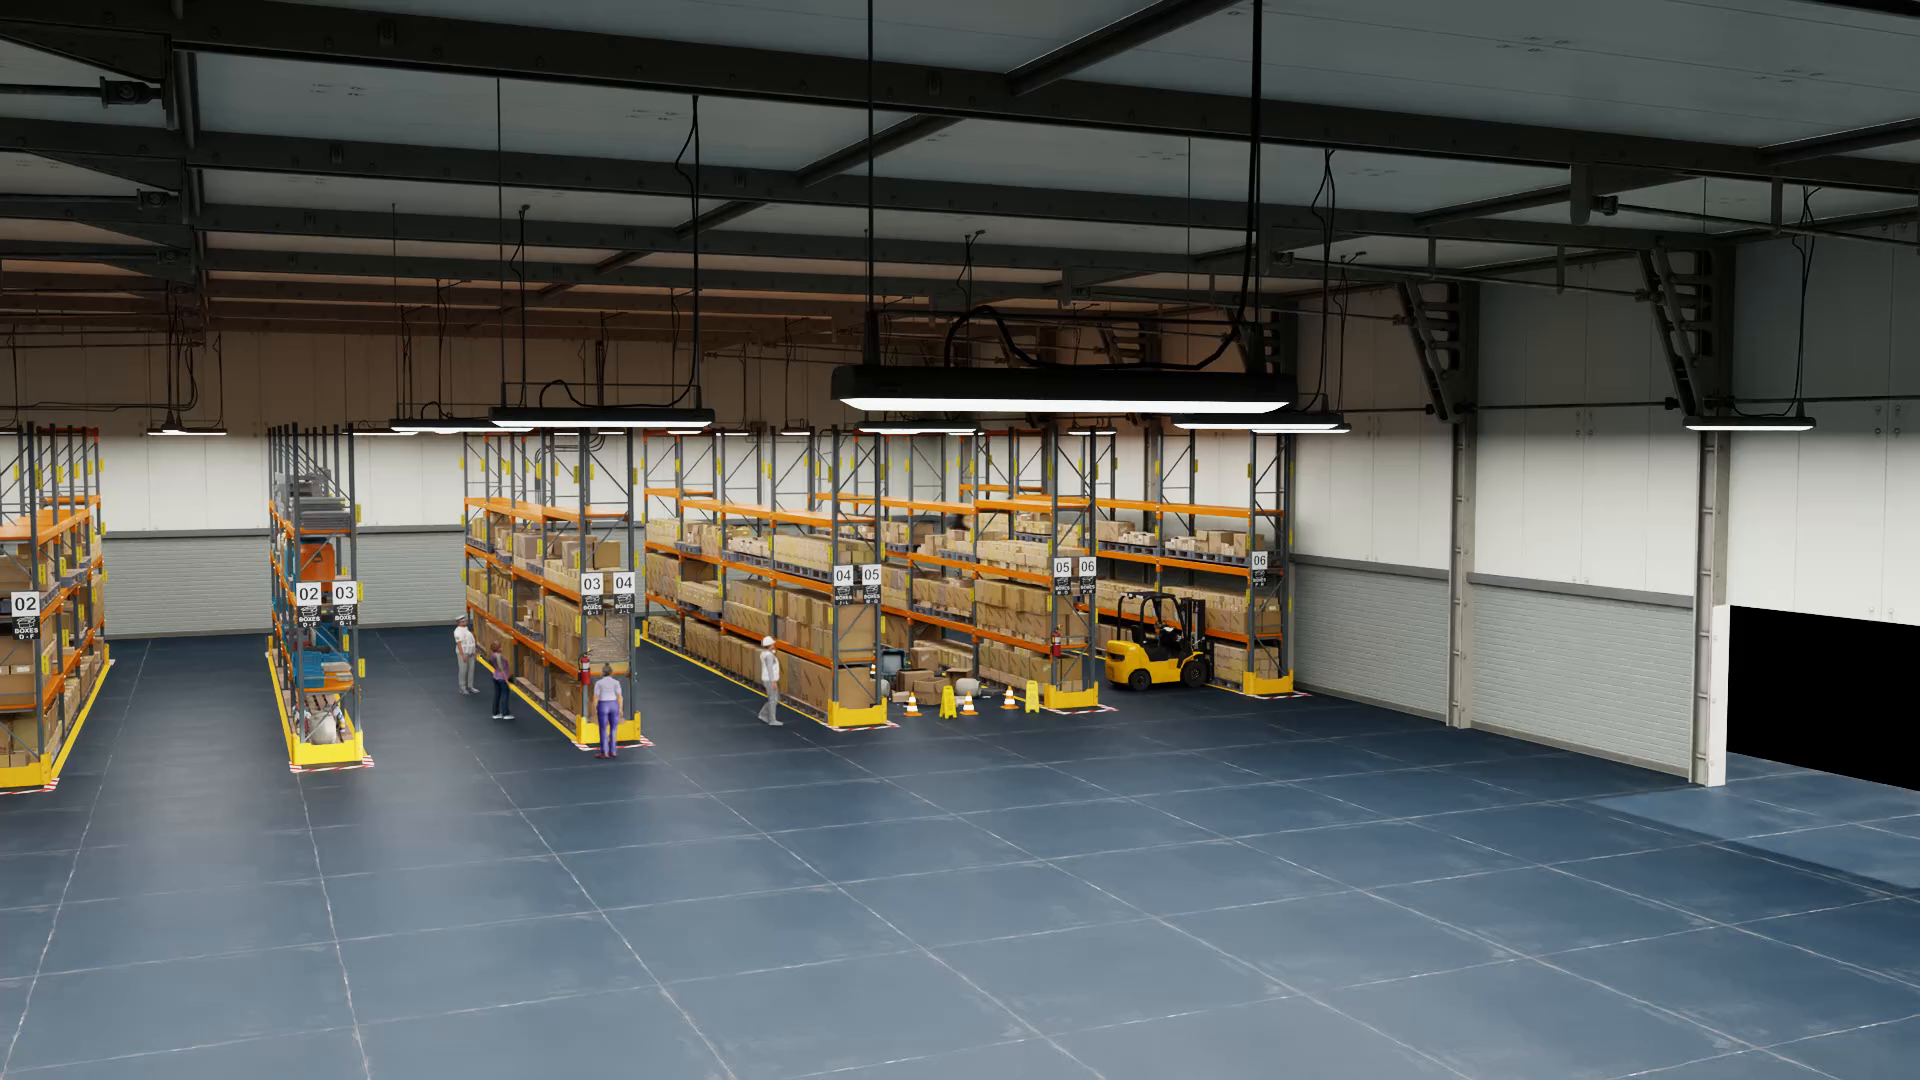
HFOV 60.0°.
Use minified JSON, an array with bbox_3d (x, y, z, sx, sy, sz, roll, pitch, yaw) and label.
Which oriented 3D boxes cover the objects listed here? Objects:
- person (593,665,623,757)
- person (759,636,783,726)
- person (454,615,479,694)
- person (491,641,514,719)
[{"bbox_3d":[-6.327,3.082,29.860,0.530,1.671,0.384,-1,4,-12],"label":"person"},{"bbox_3d":[-3.788,2.815,33.285,0.497,1.785,0.606,0,4,-8],"label":"person"},{"bbox_3d":[-11.116,2.576,37.498,0.489,1.798,0.592,1,4,20],"label":"person"},{"bbox_3d":[-9.307,2.851,33.847,0.388,1.583,0.485,-3,5,-44],"label":"person"}]
